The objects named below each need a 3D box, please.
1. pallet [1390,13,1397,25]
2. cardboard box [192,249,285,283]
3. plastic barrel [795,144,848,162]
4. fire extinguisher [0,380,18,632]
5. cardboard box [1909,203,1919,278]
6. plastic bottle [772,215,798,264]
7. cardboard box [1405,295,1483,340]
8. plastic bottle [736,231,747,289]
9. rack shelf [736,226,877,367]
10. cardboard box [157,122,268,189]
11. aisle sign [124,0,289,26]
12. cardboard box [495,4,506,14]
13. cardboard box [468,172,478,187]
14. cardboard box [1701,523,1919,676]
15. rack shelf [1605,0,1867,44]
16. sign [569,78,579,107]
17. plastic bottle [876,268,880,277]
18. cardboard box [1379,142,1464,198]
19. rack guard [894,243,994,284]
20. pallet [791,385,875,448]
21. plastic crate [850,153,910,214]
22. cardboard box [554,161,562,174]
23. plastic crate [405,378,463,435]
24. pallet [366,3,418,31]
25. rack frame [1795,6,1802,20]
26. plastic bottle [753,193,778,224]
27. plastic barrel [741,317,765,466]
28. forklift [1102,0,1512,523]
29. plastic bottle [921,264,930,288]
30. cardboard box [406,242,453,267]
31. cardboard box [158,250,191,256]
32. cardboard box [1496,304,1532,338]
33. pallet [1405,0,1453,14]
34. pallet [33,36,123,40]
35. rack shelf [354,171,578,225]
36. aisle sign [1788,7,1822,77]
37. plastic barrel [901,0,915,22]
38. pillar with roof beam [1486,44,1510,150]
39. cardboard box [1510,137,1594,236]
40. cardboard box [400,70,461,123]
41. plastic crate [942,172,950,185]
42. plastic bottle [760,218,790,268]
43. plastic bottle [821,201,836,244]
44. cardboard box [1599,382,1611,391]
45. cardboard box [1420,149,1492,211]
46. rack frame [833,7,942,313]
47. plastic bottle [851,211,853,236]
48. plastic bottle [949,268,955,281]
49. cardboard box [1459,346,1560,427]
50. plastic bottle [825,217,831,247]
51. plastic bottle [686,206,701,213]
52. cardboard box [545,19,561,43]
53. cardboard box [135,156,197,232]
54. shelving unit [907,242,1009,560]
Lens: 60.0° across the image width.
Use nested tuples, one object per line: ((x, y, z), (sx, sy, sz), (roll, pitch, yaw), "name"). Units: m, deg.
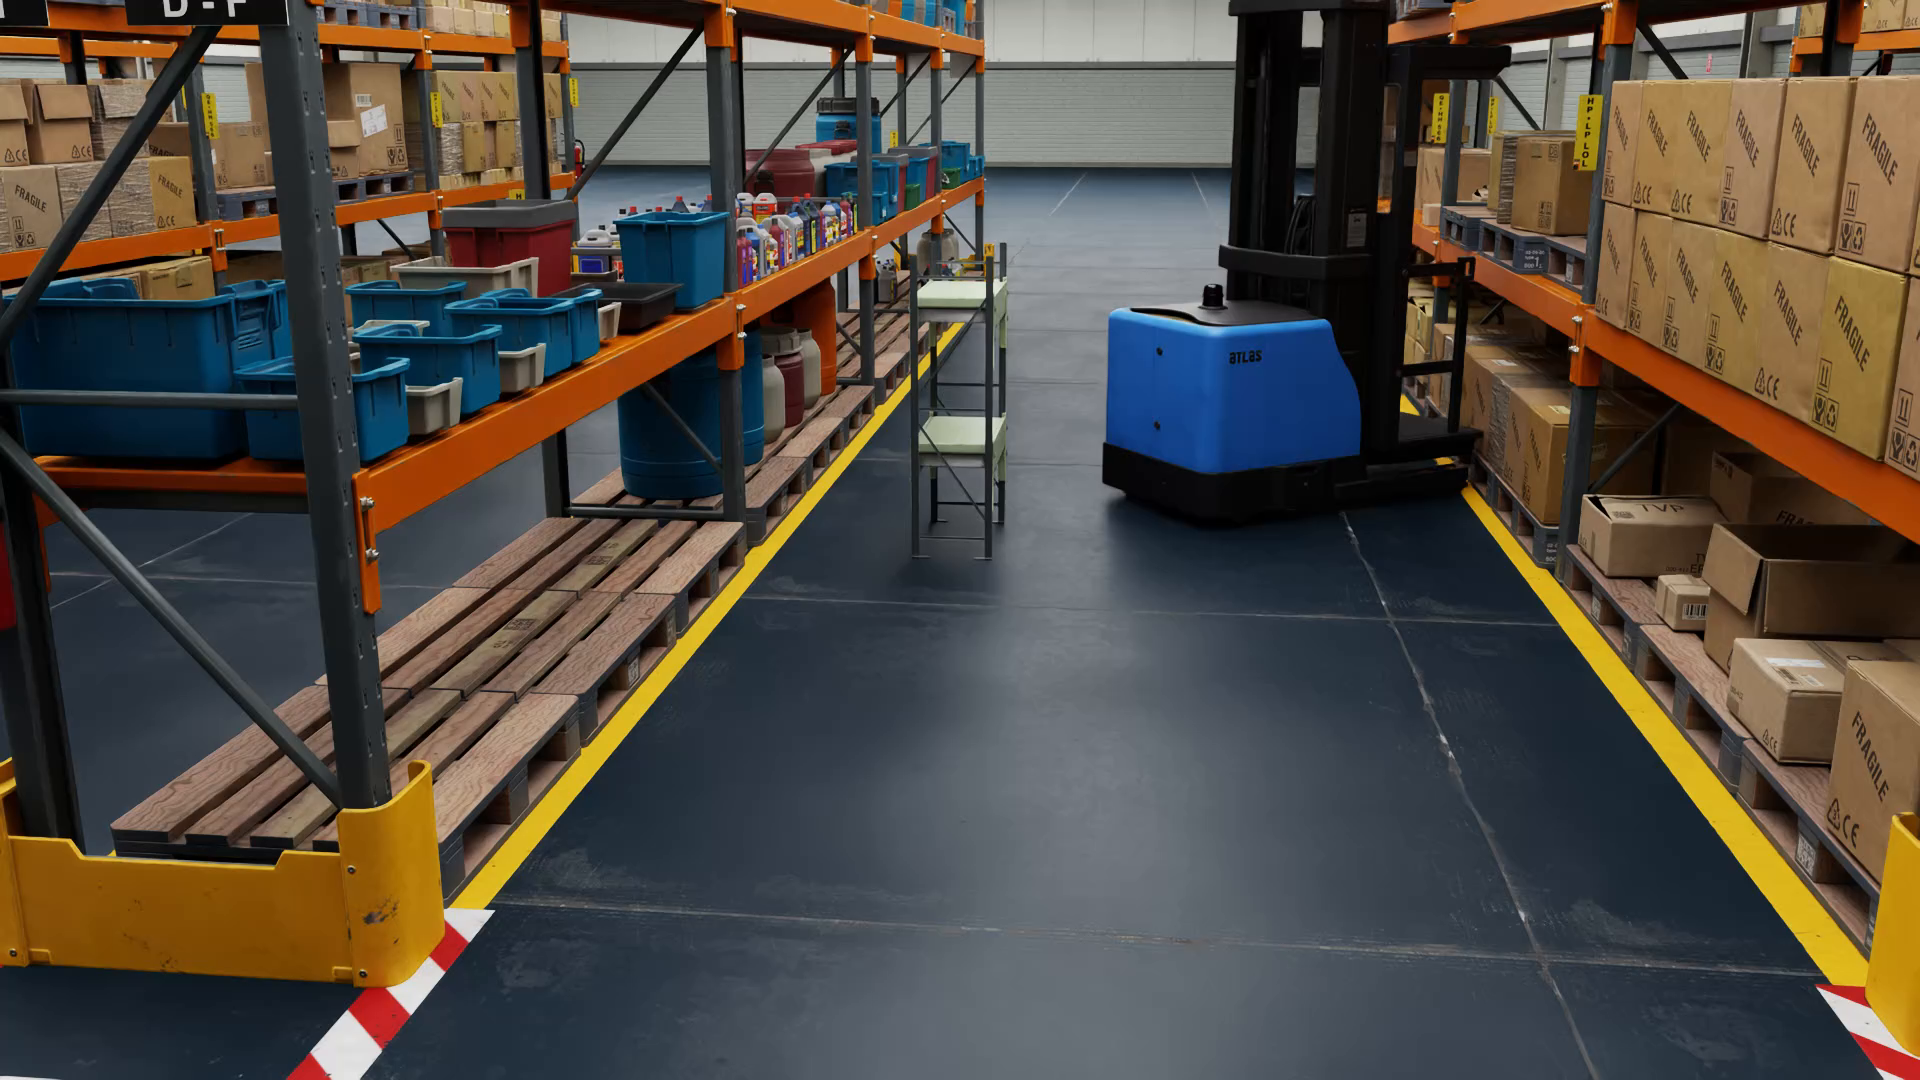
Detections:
((4.456, -5.253, 16.766), (1.003, 0.211, 1.213), (2, 15, 6), "pallet")
((-5.953, -2.246, 13.731), (0.500, 0.250, 0.500), (3, 16, 13), "cardboard box")
((-1.133, -2.979, 13.671), (0.433, 0.535, 0.433), (0, 15, 0), "plastic barrel")
((-2.499, -0.102, 4.155), (0.296, 0.674, 0.183), (2, 15, 6), "fire extinguisher")
((2.668, -0.853, 3.961), (0.500, 0.500, 0.500), (2, 15, 6), "cardboard box")
((-1.017, -1.732, 9.557), (0.152, 0.276, 0.135), (2, 15, 6), "plastic bottle")
((3.661, -1.697, 12.581), (0.500, 0.311, 0.500), (1, 15, 5), "cardboard box")
((-1.113, -1.409, 8.348), (0.061, 0.283, 0.133), (2, 15, 6), "plastic bottle")
((-1.353, -1.554, 10.040), (1.077, 0.370, 4.000), (2, 15, 6), "rack shelf")
((-6.064, -3.106, 13.405), (0.700, 0.500, 0.500), (4, 16, 15), "cardboard box")
((-1.743, -1.572, 3.750), (0.394, 0.787, 0.004), (2, 15, 6), "aisle sign")
((-5.098, -5.720, 17.848), (0.380, 0.149, 0.250), (1, 15, 3), "cardboard box")
((-5.214, -3.724, 17.169), (0.380, 0.149, 0.250), (2, 15, 6), "cardboard box")
((3.136, 0.245, 5.950), (0.797, 0.503, 0.637), (2, 15, 6), "cardboard box")
((3.117, -1.817, 5.269), (1.077, 0.370, 4.000), (2, 15, 6), "rack shelf")
((-4.597, -5.331, 19.805), (0.100, 0.325, 0.005), (2, 15, 6), "sign")
((-0.868, -2.616, 16.823), (0.144, 0.351, 0.185), (1, 15, 3), "plastic bottle")
((4.289, -3.474, 15.571), (0.700, 0.500, 0.500), (1, 15, 5), "cardboard box")
((-0.186, -3.267, 19.786), (1.175, 0.500, 0.348), (2, 15, 6), "rack guard")
((-1.175, -0.868, 11.468), (1.003, 0.211, 1.213), (2, 15, 6), "pallet")
((-0.641, -2.861, 13.373), (0.402, 0.464, 0.583), (2, 15, 6), "plastic crate")
((-4.973, -4.439, 19.814), (0.380, 0.149, 0.250), (2, 15, 6), "cardboard box")
((-1.557, -0.382, 4.717), (0.250, 0.136, 0.298), (2, 15, 6), "plastic crate")
((-5.773, -4.803, 15.293), (1.213, 0.211, 1.003), (2, 15, 6), "pallet")
((9.619, -7.099, 17.676), (1.000, 3.000, 0.127), (2, 15, 6), "rack frame")
((-1.346, -2.253, 11.484), (0.152, 0.276, 0.135), (2, 15, 6), "plastic bottle")
((-1.420, -0.896, 9.446), (0.600, 0.901, 0.708), (2, 15, 6), "plastic barrel")
((2.362, -1.763, 9.567), (3.031, 2.935, 1.130), (-8, 17, -28), "forklift")
((-0.316, -2.592, 16.734), (0.144, 0.351, 0.185), (2, 15, 6), "plastic bottle")
((-5.455, -2.851, 17.442), (0.500, 0.500, 0.500), (7, 17, 24), "cardboard box")
((-10.074, -3.812, 20.279), (0.875, 0.875, 0.875), (2, 15, 7), "cardboard box")
((4.145, -1.546, 12.023), (0.500, 0.311, 0.500), (2, 15, 8), "cardboard box")
((3.782, -3.808, 11.615), (1.213, 0.211, 1.003), (2, 15, 9), "pallet")
((-10.136, -6.025, 19.622), (1.003, 0.211, 1.213), (2, 15, 6), "pallet")
((-5.372, -3.775, 18.253), (1.077, 0.370, 4.000), (2, 15, 6), "rack shelf")
((9.329, -5.485, 18.221), (0.394, 0.787, 0.004), (2, 15, 6), "aisle sign")
((-0.665, -4.670, 13.478), (0.600, 0.901, 0.708), (2, 15, 6), "plastic barrel")
((8.830, -13.243, 40.399), (9.100, 9.000, 0.400), (2, 15, 6), "pillar with roof beam")
((3.481, -1.947, 9.118), (0.700, 0.500, 0.500), (-2, 15, -8), "cardboard box")
((-5.294, -4.387, 16.462), (0.500, 0.500, 0.500), (2, 15, 6), "cardboard box")
((-0.491, -3.559, 16.197), (0.767, 0.338, 0.504), (2, 15, 6), "plastic crate")
((-1.043, -1.671, 9.335), (0.152, 0.276, 0.135), (2, 15, 6), "plastic bottle")
((-0.850, -2.050, 10.743), (0.097, 0.271, 0.097), (0, 15, 0), "plastic bottle")
((3.752, -0.628, 9.182), (0.500, 0.500, 0.500), (2, 15, 7), "cardboard box")
((4.026, -2.893, 13.424), (0.500, 0.500, 0.500), (2, 15, 6), "cardboard box")
((-0.676, -3.457, 15.701), (1.000, 3.000, 0.127), (2, 15, 6), "rack frame")
((-0.780, -2.177, 11.347), (0.097, 0.201, 0.097), (0, 15, 0), "plastic bottle")
((-0.091, -2.646, 17.062), (0.061, 0.283, 0.133), (2, 15, 9), "plastic bottle")
((3.344, -0.903, 10.201), (0.500, 0.500, 0.500), (1, 15, 6), "cardboard box")
((-0.872, -1.966, 10.566), (0.097, 0.201, 0.097), (0, 15, 0), "plastic bottle")
((-1.654, -1.898, 10.171), (0.152, 0.276, 0.135), (2, 15, 6), "plastic bottle")
((-4.948, -5.884, 19.215), (0.500, 0.250, 0.500), (2, 15, 8), "cardboard box")
((-5.858, -2.479, 11.891), (0.500, 0.500, 0.500), (2, 15, 8), "cardboard box")
((0.001, -0.726, 8.473), (0.431, 1.500, 0.755), (2, 15, 6), "shelving unit")
